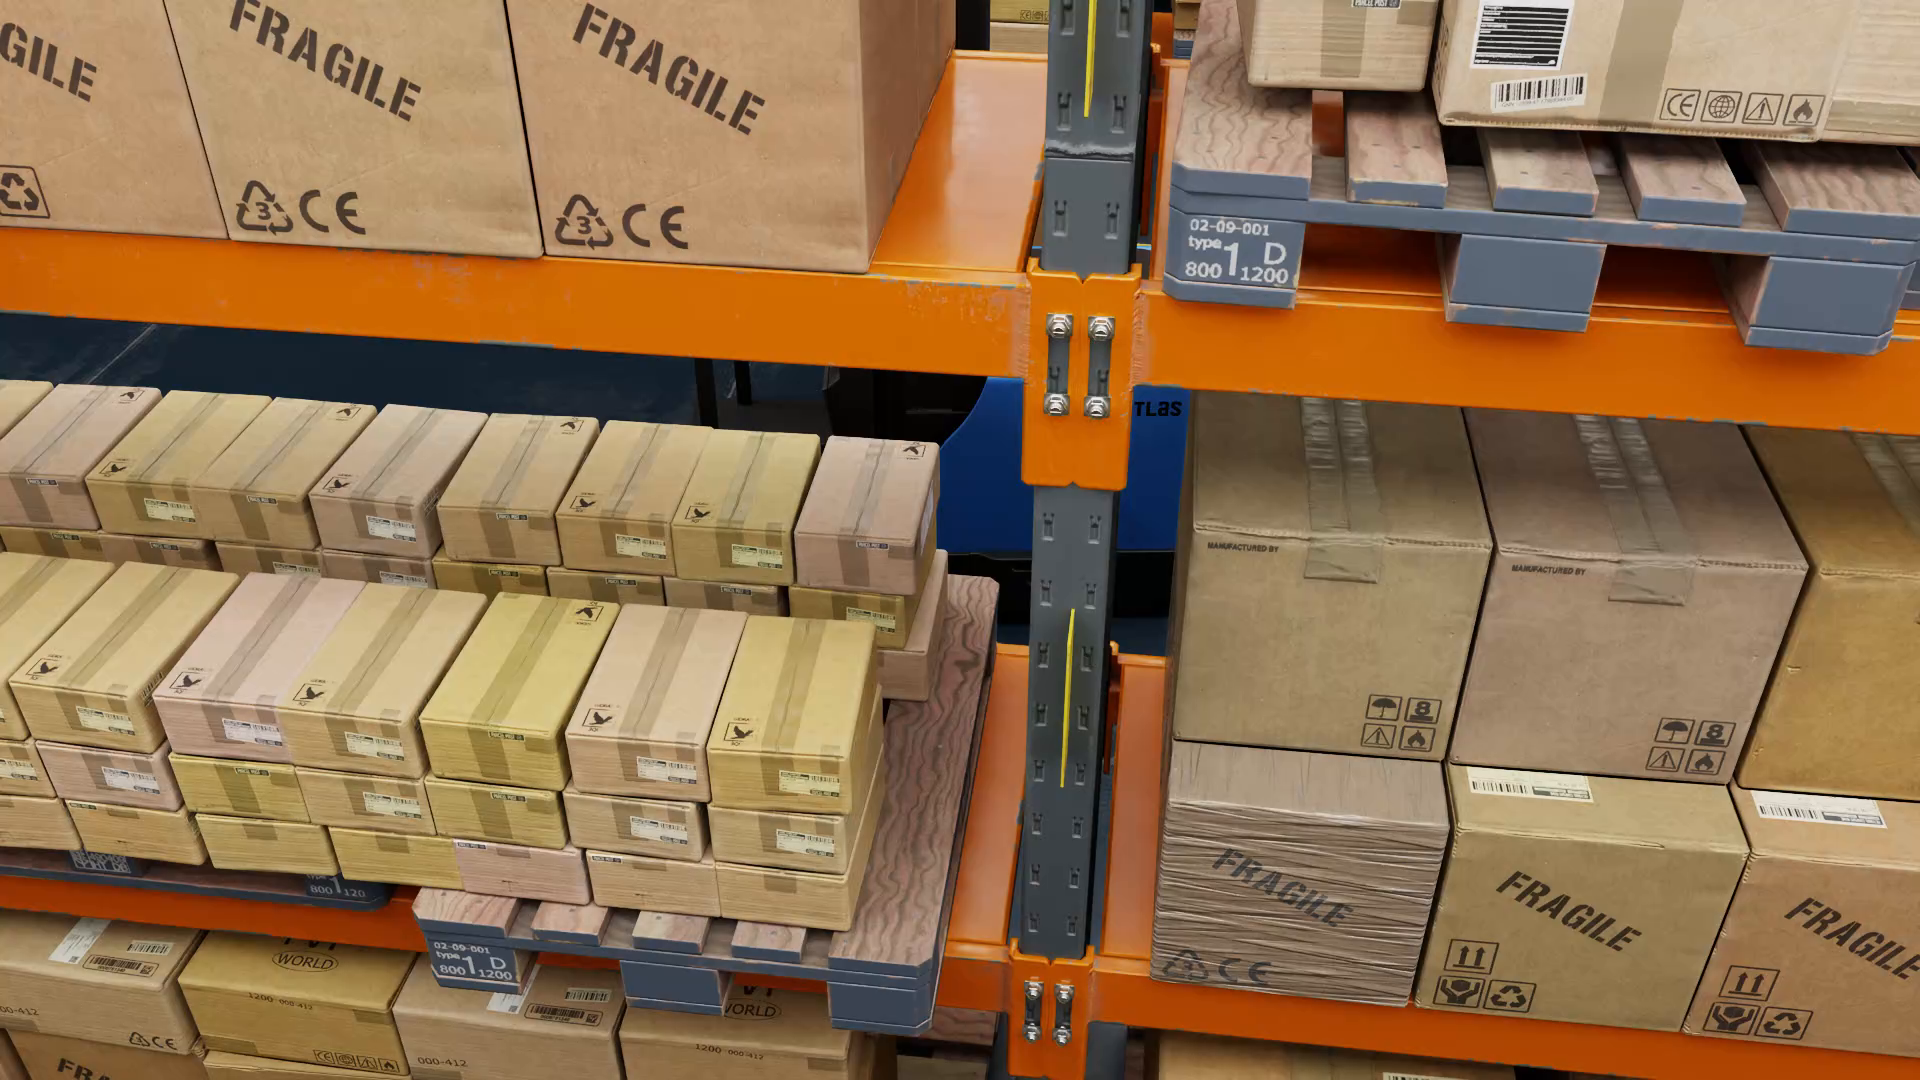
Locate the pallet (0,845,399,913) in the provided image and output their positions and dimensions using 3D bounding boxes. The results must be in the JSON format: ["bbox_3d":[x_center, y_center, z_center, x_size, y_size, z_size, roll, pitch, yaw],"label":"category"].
[{"bbox_3d":[-1.724,0.354,3.836,1.213,0.211,1.003,4,36,6],"label":"pallet"}]

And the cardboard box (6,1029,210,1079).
[{"bbox_3d":[-1.977,1.226,4.240,0.500,0.500,0.500,5,36,7],"label":"cardboard box"}]

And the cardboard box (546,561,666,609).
[{"bbox_3d":[-0.744,0.021,3.737,0.250,0.149,0.380,3,36,4],"label":"cardboard box"}]

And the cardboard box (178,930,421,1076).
[{"bbox_3d":[-1.472,0.963,3.963,0.500,0.250,0.500,5,36,7],"label":"cardboard box"}]

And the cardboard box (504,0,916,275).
[{"bbox_3d":[-0.354,-0.758,2.562,0.500,0.500,0.500,4,36,6],"label":"cardboard box"}]

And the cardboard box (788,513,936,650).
[{"bbox_3d":[-0.209,0.058,3.685,0.250,0.149,0.380,6,36,8],"label":"cardboard box"}]

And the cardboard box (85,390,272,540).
[{"bbox_3d":[-1.740,-0.174,3.755,0.250,0.149,0.380,4,36,5],"label":"cardboard box"}]

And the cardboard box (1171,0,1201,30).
[{"bbox_3d":[1.073,-2.398,7.383,0.250,0.149,0.380,2,36,3],"label":"cardboard box"}]

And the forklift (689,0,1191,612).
[{"bbox_3d":[-0.622,-1.186,5.889,3.031,2.935,1.130,-1,36,-1],"label":"forklift"}]

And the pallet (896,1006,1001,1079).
[{"bbox_3d":[-0.530,1.476,4.501,1.213,0.211,1.003,4,36,6],"label":"pallet"}]

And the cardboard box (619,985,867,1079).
[{"bbox_3d":[-0.467,1.041,3.854,0.500,0.250,0.500,3,36,5],"label":"cardboard box"}]

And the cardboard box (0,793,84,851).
[{"bbox_3d":[-1.845,0.443,3.402,0.250,0.149,0.380,3,36,4],"label":"cardboard box"}]

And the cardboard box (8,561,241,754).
[{"bbox_3d":[-1.582,0.219,3.203,0.250,0.149,0.380,6,36,8],"label":"cardboard box"}]

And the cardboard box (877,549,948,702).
[{"bbox_3d":[-0.174,0.181,3.769,0.250,0.149,0.380,4,36,5],"label":"cardboard box"}]

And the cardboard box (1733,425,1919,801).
[{"bbox_3d":[1.699,0.064,3.132,0.500,0.500,0.700,4,36,5],"label":"cardboard box"}]

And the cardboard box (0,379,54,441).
[{"bbox_3d":[-2.273,-0.211,3.807,0.250,0.149,0.380,3,36,4],"label":"cardboard box"}]

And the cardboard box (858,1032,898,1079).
[{"bbox_3d":[-0.442,1.348,4.070,0.500,0.500,0.500,4,36,6],"label":"cardboard box"}]

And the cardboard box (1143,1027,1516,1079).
[{"bbox_3d":[0.837,1.241,4.004,0.750,0.750,1.050,4,36,5],"label":"cardboard box"}]

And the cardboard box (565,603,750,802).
[{"bbox_3d":[-0.549,0.296,3.095,0.250,0.149,0.380,4,36,5],"label":"cardboard box"}]

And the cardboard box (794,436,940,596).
[{"bbox_3d":[-0.194,-0.058,3.592,0.250,0.149,0.380,4,36,6],"label":"cardboard box"}]

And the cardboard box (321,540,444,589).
[{"bbox_3d":[-1.241,-0.016,3.789,0.250,0.149,0.380,4,36,6],"label":"cardboard box"}]

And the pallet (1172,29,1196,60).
[{"bbox_3d":[1.495,-2.391,7.683,1.003,0.211,1.213,4,36,6],"label":"pallet"}]

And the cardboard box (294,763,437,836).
[{"bbox_3d":[-1.078,0.380,3.235,0.250,0.149,0.380,4,36,6],"label":"cardboard box"}]

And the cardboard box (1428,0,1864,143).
[{"bbox_3d":[0.934,-0.817,2.359,0.500,0.311,0.500,4,36,6],"label":"cardboard box"}]

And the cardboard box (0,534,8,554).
[{"bbox_3d":[-2.266,-0.094,3.899,0.250,0.149,0.380,3,36,4],"label":"cardboard box"}]

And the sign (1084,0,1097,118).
[{"bbox_3d":[0.173,-0.720,2.149,0.005,0.325,0.100,4,36,6],"label":"sign"}]

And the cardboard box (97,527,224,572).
[{"bbox_3d":[-1.755,-0.054,3.843,0.250,0.149,0.380,6,36,8],"label":"cardboard box"}]

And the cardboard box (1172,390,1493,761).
[{"bbox_3d":[0.689,-0.010,3.235,0.500,0.500,0.700,4,36,6],"label":"cardboard box"}]

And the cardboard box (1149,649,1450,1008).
[{"bbox_3d":[0.655,0.547,3.315,0.500,0.500,0.500,5,36,6],"label":"cardboard box"}]

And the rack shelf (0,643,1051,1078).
[{"bbox_3d":[-1.739,0.544,4.025,4.000,0.370,1.077,4,36,6],"label":"rack shelf"}]

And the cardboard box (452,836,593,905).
[{"bbox_3d":[-0.805,0.521,3.293,0.250,0.149,0.380,5,36,7],"label":"cardboard box"}]

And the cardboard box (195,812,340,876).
[{"bbox_3d":[-1.318,0.481,3.349,0.250,0.149,0.380,3,36,4],"label":"cardboard box"}]

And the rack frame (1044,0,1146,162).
[{"bbox_3d":[0.245,-2.043,1.866,0.127,3.000,1.000,4,36,6],"label":"rack frame"}]

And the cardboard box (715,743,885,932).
[{"bbox_3d":[-0.303,0.559,3.240,0.250,0.149,0.380,5,36,7],"label":"cardboard box"}]

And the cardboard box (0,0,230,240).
[{"bbox_3d":[-1.347,-0.827,2.659,0.500,0.500,0.500,4,36,6],"label":"cardboard box"}]

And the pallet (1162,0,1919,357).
[{"bbox_3d":[0.890,-0.728,2.768,1.003,0.211,1.213,6,36,8],"label":"pallet"}]

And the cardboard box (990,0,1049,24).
[{"bbox_3d":[0.262,-2.492,7.359,0.500,0.250,0.500,4,36,6],"label":"cardboard box"}]

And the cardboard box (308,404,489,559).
[{"bbox_3d":[-1.230,-0.135,3.700,0.250,0.149,0.380,6,36,8],"label":"cardboard box"}]

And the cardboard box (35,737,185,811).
[{"bbox_3d":[-1.583,0.341,3.289,0.250,0.149,0.380,5,36,7],"label":"cardboard box"}]

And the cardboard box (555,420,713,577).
[{"bbox_3d":[-0.699,-0.097,3.646,0.250,0.149,0.380,4,36,6],"label":"cardboard box"}]

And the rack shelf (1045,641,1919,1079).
[{"bbox_3d":[2.228,0.840,3.610,4.000,0.370,1.077,4,36,6],"label":"rack shelf"}]

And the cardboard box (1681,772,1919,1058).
[{"bbox_3d":[1.660,0.621,3.212,0.500,0.500,0.500,4,36,6],"label":"cardboard box"}]

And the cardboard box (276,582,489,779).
[{"bbox_3d":[-1.074,0.259,3.147,0.250,0.149,0.380,5,36,7],"label":"cardboard box"}]

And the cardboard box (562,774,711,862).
[{"bbox_3d":[-0.568,0.416,3.183,0.250,0.149,0.380,6,36,8],"label":"cardboard box"}]
